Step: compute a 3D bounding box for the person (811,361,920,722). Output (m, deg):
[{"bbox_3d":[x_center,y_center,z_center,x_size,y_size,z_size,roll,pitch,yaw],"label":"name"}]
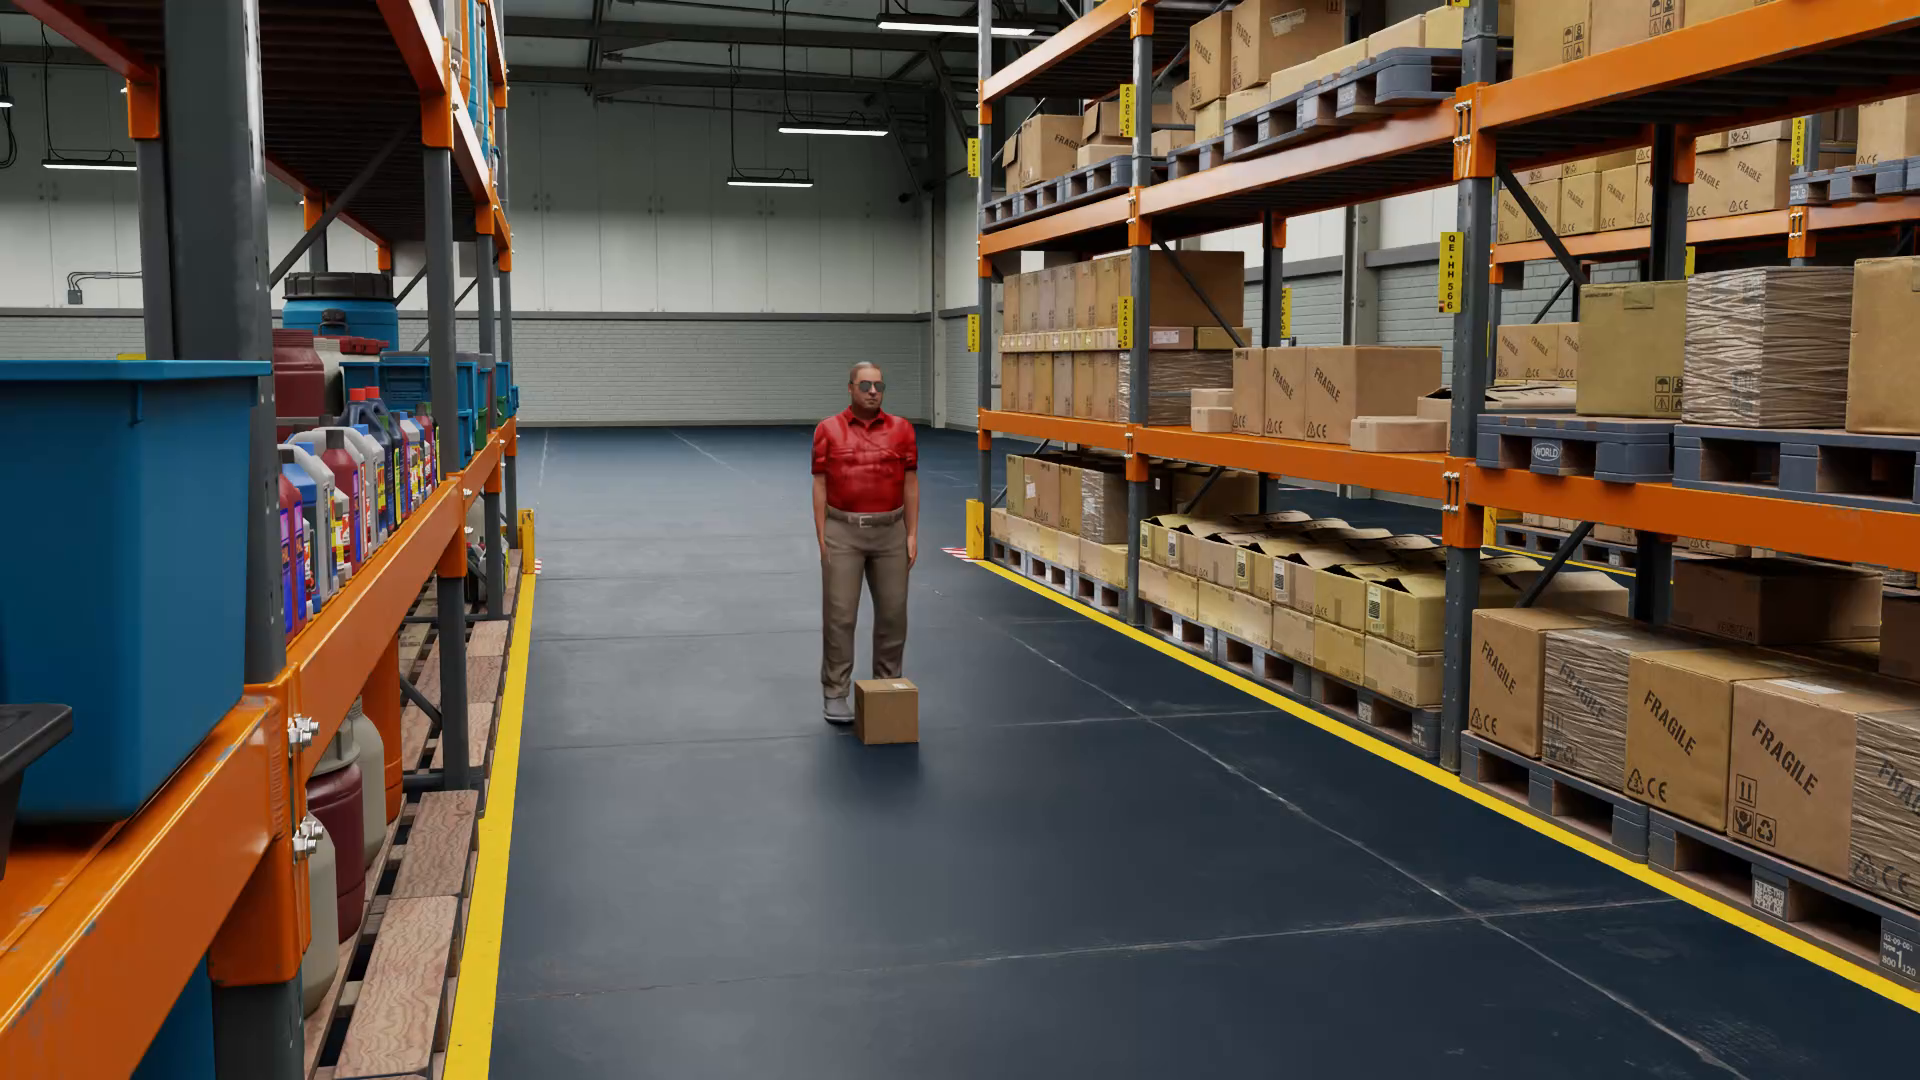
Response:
[{"bbox_3d":[-0.443,0.015,8.017,0.526,1.743,0.360,-1,6,-12],"label":"person"}]
